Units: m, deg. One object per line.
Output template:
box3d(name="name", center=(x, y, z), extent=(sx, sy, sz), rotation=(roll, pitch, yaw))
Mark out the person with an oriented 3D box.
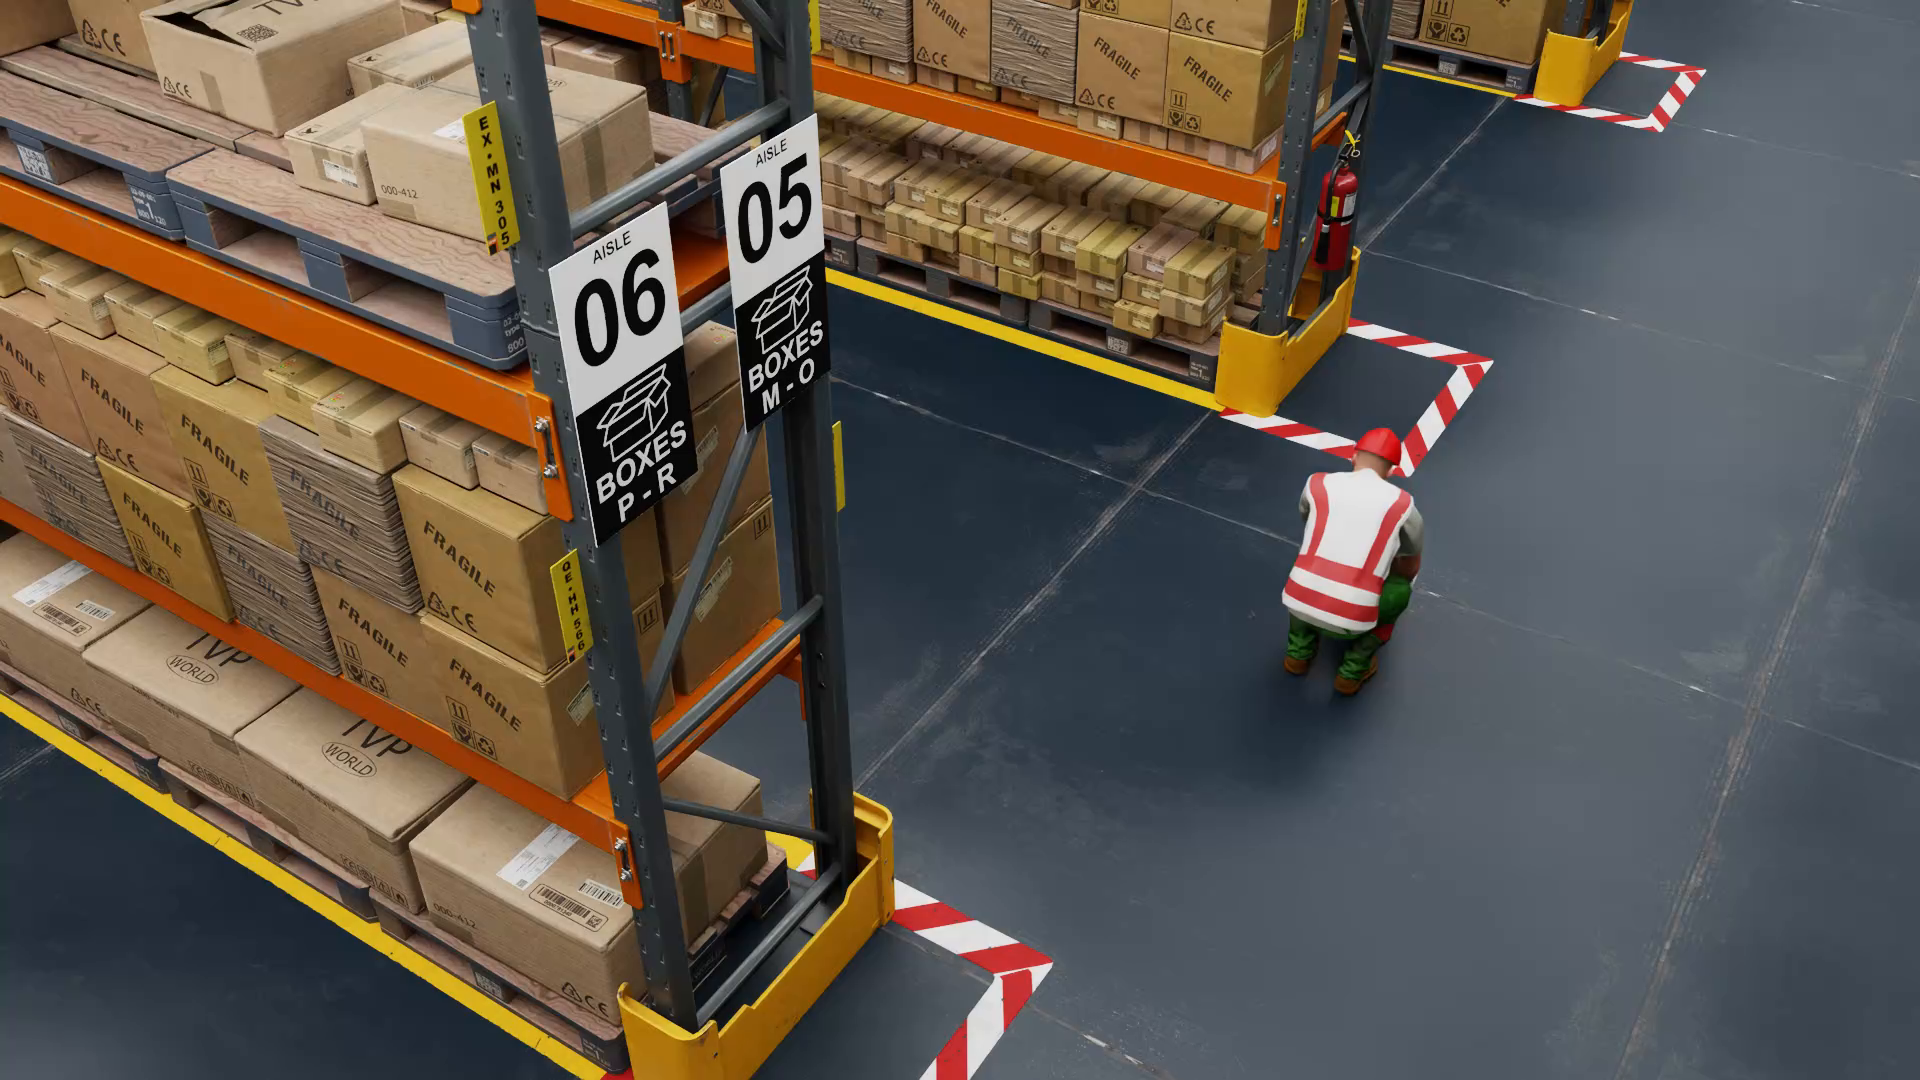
box3d(name="person", center=(1.677, 0.094, 7.181), extent=(0.572, 1.006, 0.884), rotation=(21, 43, 25))
